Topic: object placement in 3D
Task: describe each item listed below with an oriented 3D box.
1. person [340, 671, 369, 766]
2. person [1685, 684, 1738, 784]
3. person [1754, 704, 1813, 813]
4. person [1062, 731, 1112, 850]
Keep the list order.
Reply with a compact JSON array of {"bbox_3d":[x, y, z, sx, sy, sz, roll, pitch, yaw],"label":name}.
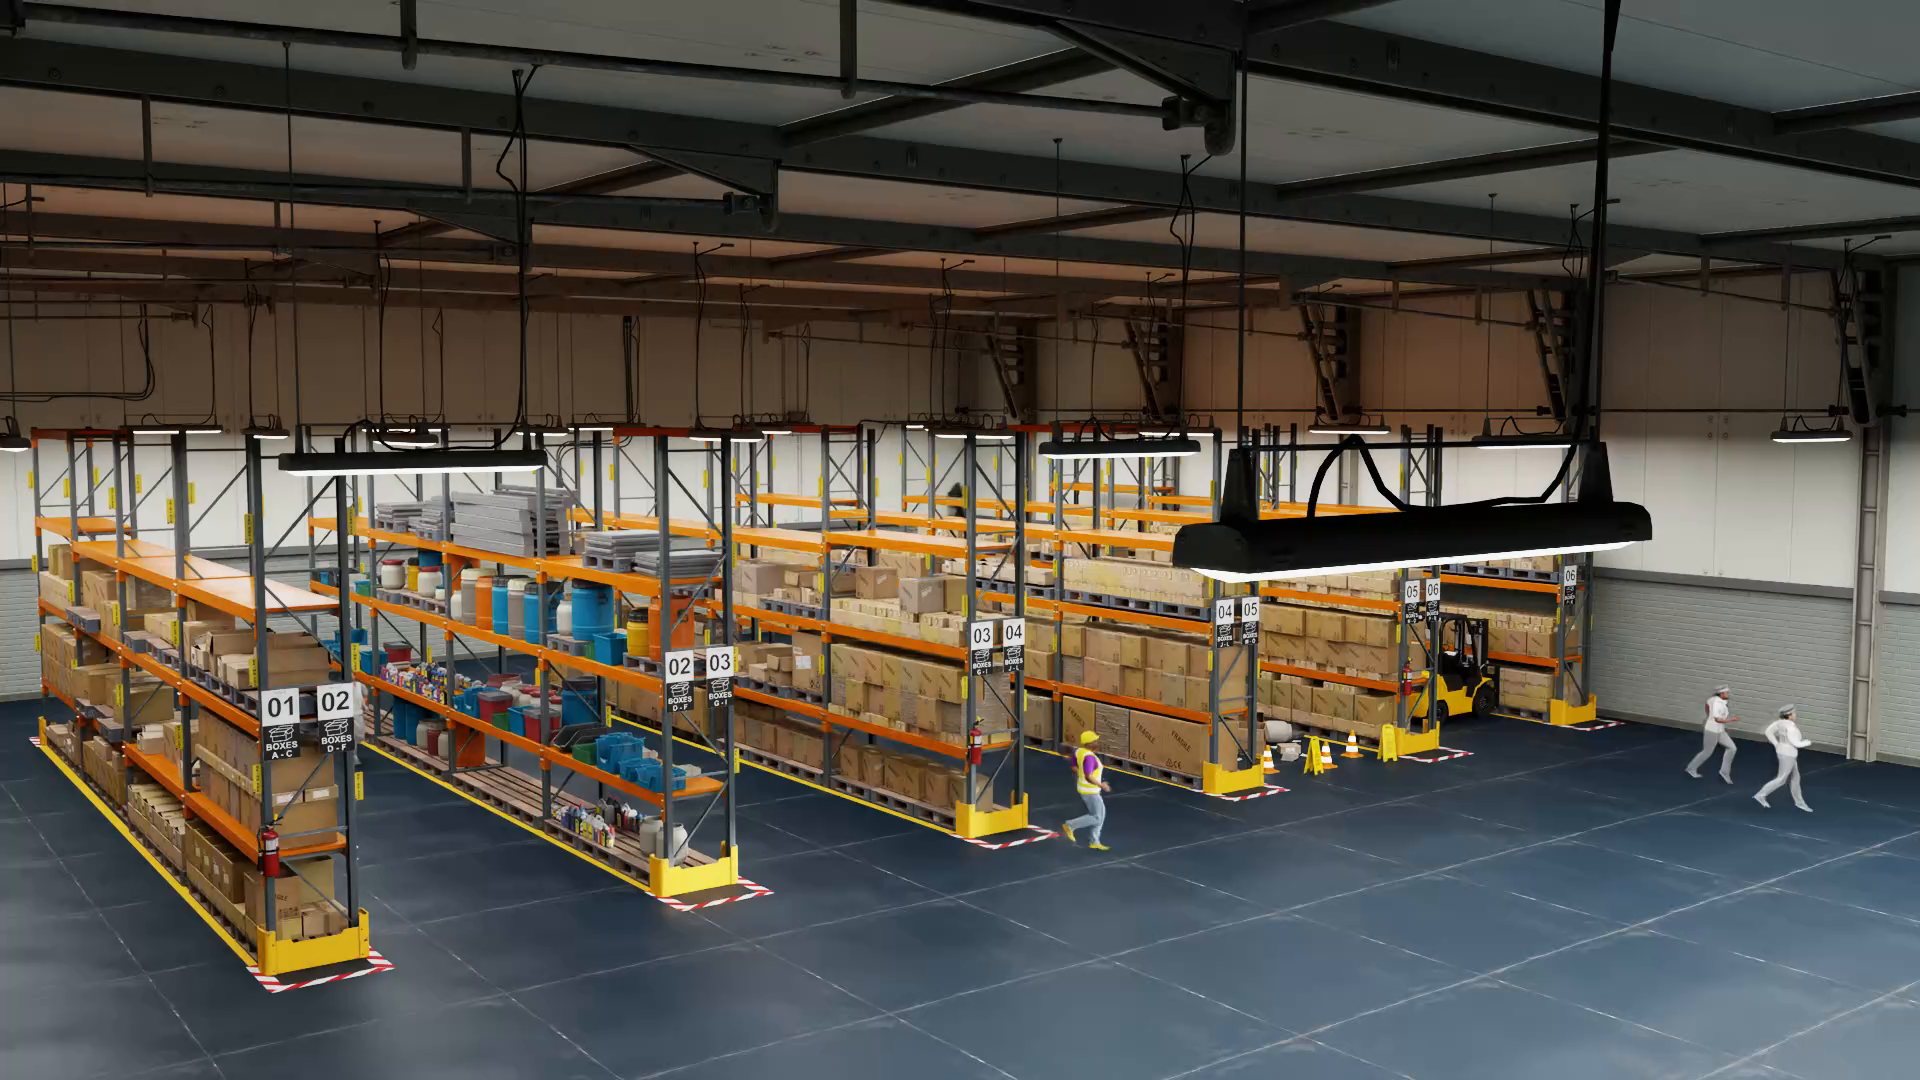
[{"bbox_3d":[-10.869,3.130,29.672,0.651,1.746,0.692,-3,6,-36],"label":"person"},{"bbox_3d":[12.800,3.280,28.264,0.835,1.725,0.599,3,5,34],"label":"person"},{"bbox_3d":[12.957,3.426,26.104,0.896,1.720,0.598,1,5,11],"label":"person"},{"bbox_3d":[1.800,3.609,23.877,0.727,1.749,0.693,-1,5,-9],"label":"person"}]
